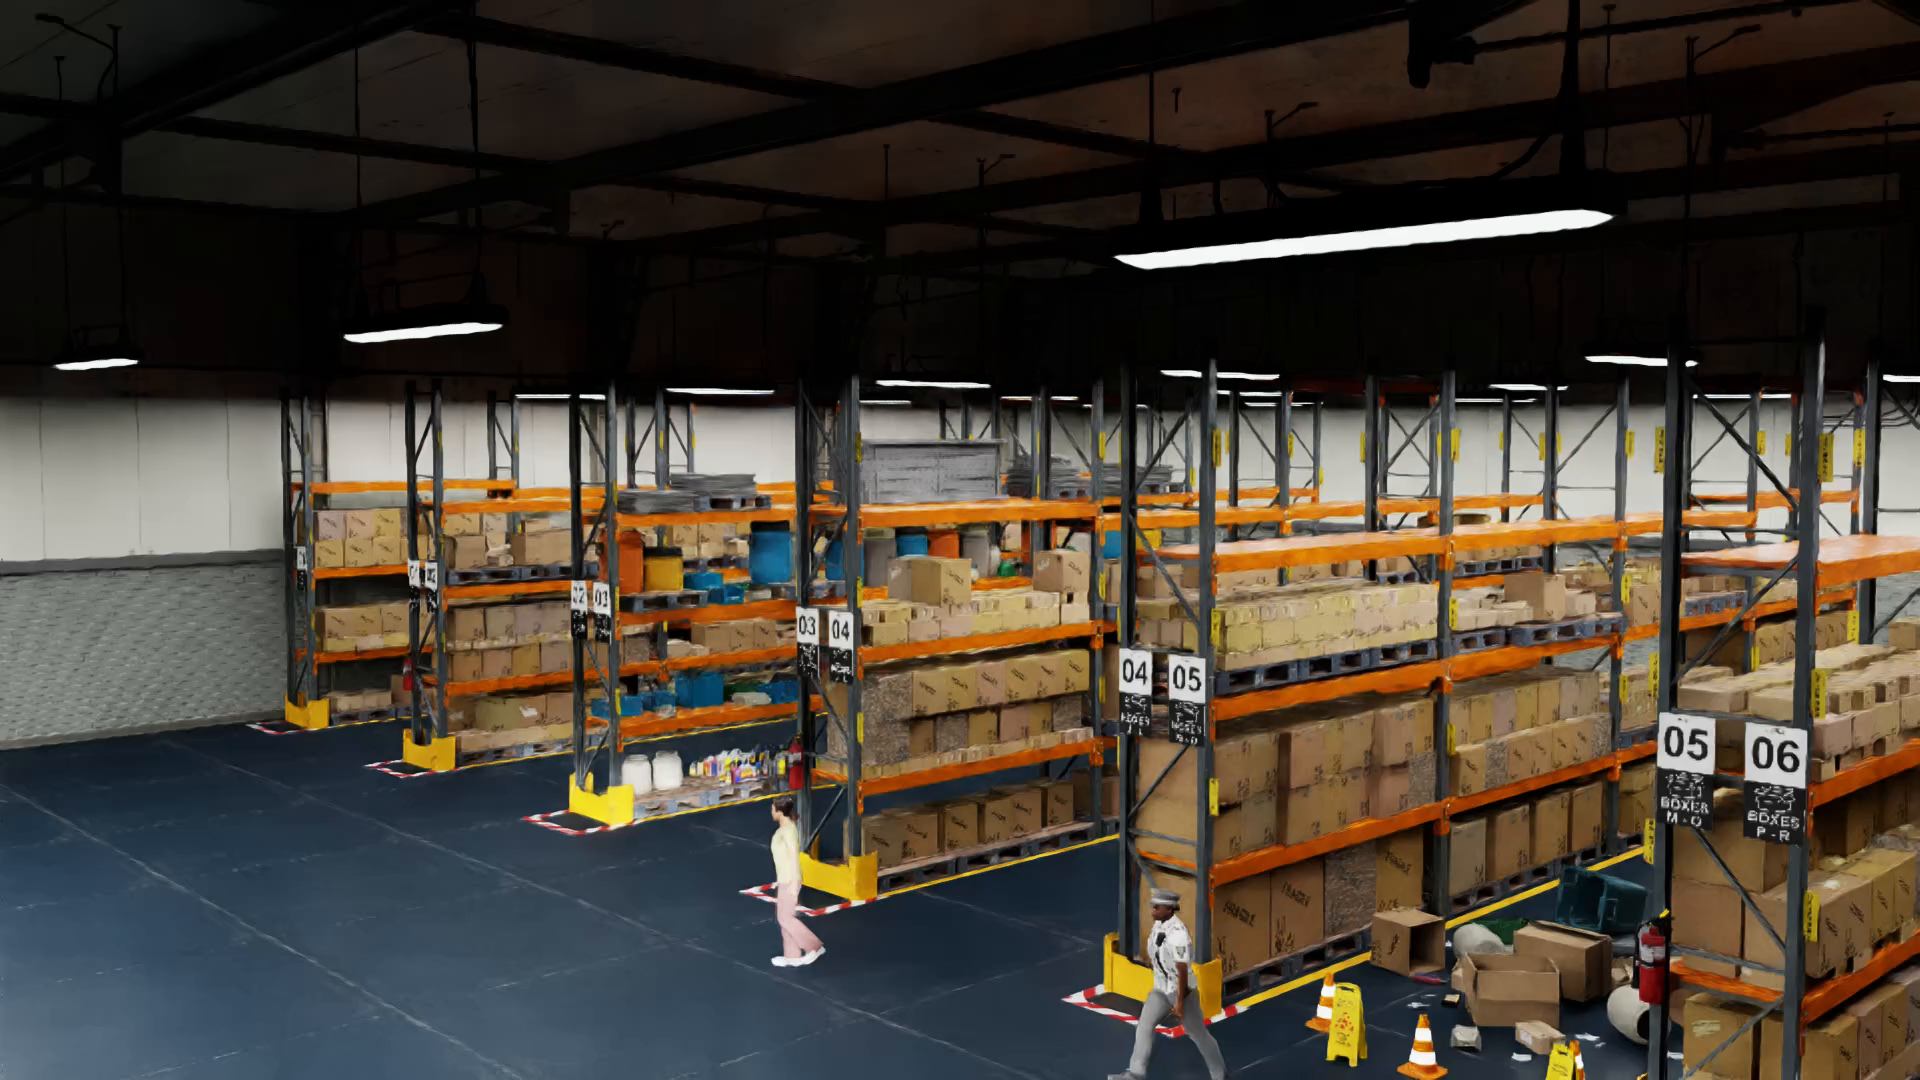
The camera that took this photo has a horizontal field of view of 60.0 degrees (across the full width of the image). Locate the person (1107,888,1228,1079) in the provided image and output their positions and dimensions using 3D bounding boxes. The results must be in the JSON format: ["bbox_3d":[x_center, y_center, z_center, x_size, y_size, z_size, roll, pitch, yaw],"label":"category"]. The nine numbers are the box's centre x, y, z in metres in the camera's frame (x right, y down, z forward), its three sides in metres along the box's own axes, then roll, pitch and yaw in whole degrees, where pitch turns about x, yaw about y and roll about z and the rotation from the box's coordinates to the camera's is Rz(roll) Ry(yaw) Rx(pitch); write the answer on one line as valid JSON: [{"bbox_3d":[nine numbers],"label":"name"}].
[{"bbox_3d":[1.658,3.515,13.049,0.933,1.624,0.488,-1,4,-20],"label":"person"}]

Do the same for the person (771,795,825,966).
[{"bbox_3d":[-1.574,3.307,16.131,0.517,1.663,0.516,0,4,-6],"label":"person"}]
